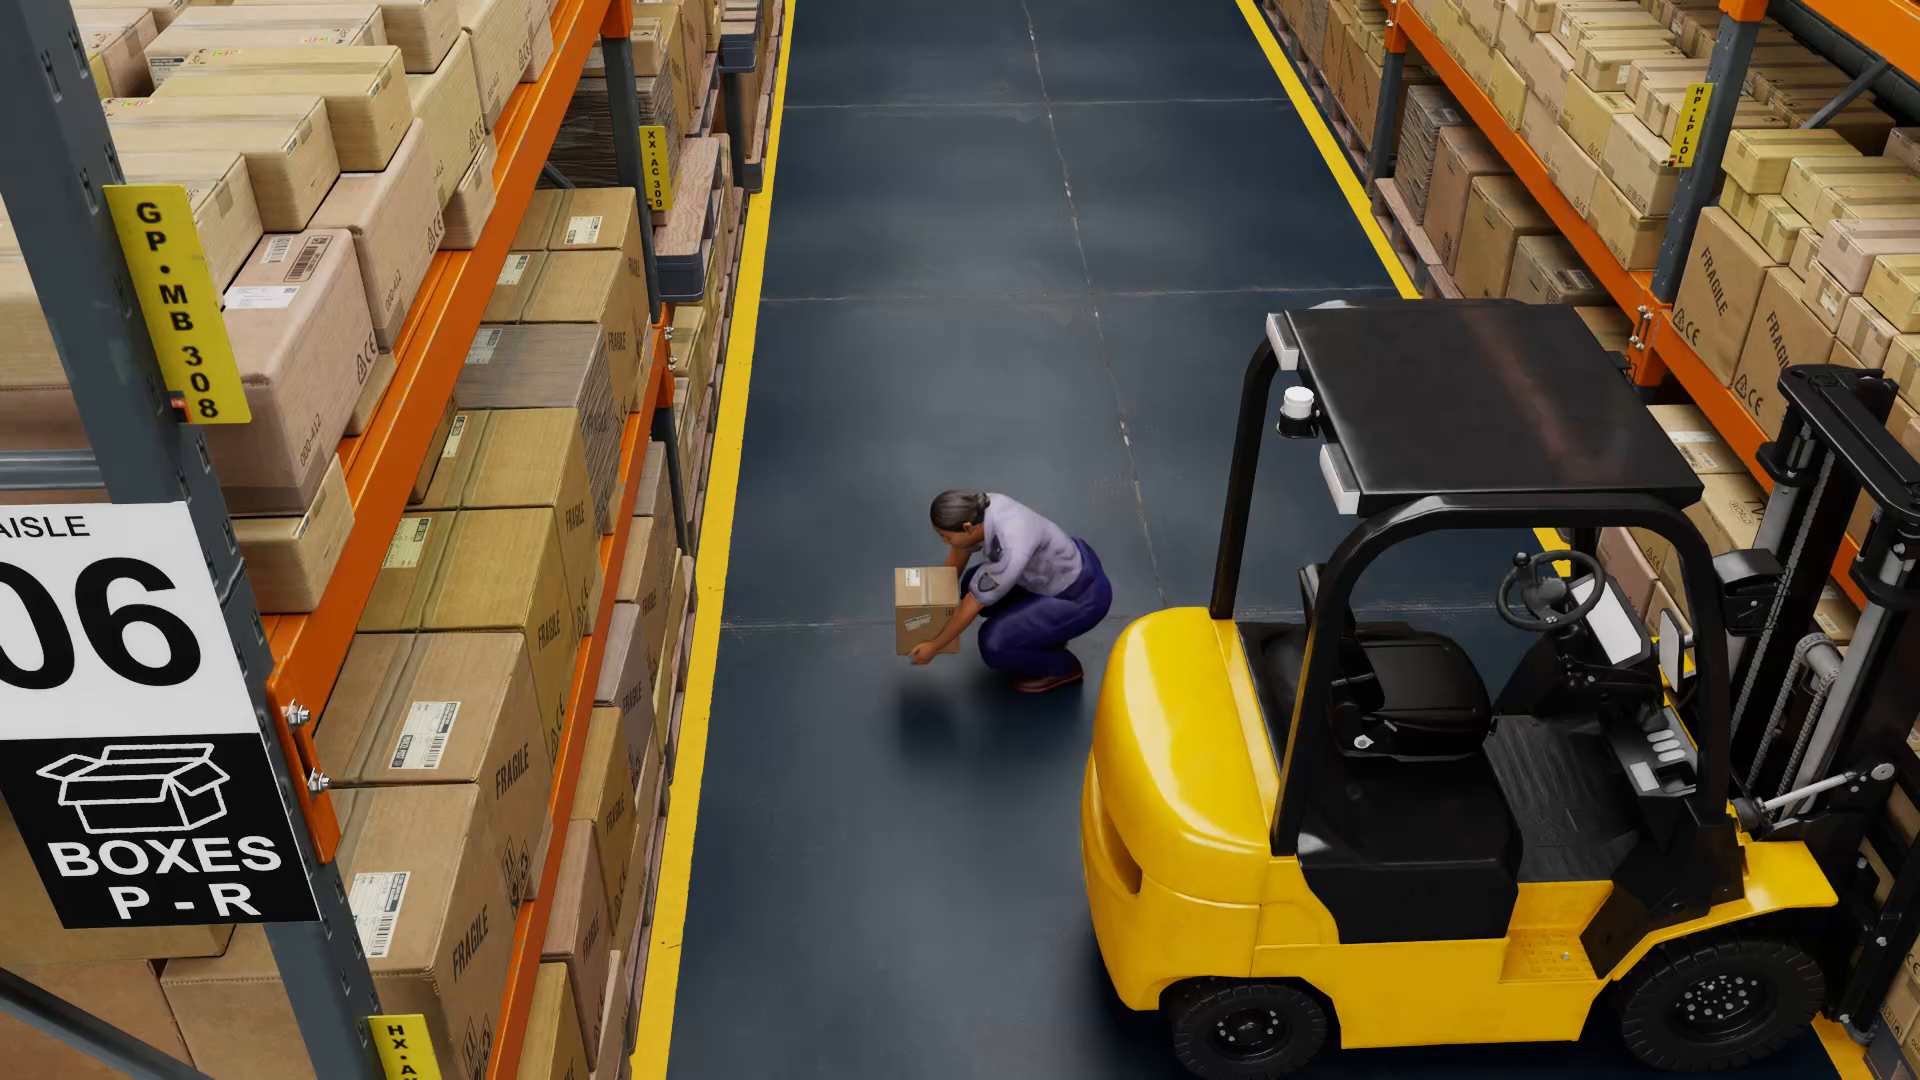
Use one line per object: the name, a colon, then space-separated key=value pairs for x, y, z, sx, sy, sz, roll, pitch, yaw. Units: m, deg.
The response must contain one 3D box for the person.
person: x=0.185 y=0.147 z=6.591 sx=0.836 sy=0.924 sz=0.533 roll=-6 pitch=36 yaw=-9
